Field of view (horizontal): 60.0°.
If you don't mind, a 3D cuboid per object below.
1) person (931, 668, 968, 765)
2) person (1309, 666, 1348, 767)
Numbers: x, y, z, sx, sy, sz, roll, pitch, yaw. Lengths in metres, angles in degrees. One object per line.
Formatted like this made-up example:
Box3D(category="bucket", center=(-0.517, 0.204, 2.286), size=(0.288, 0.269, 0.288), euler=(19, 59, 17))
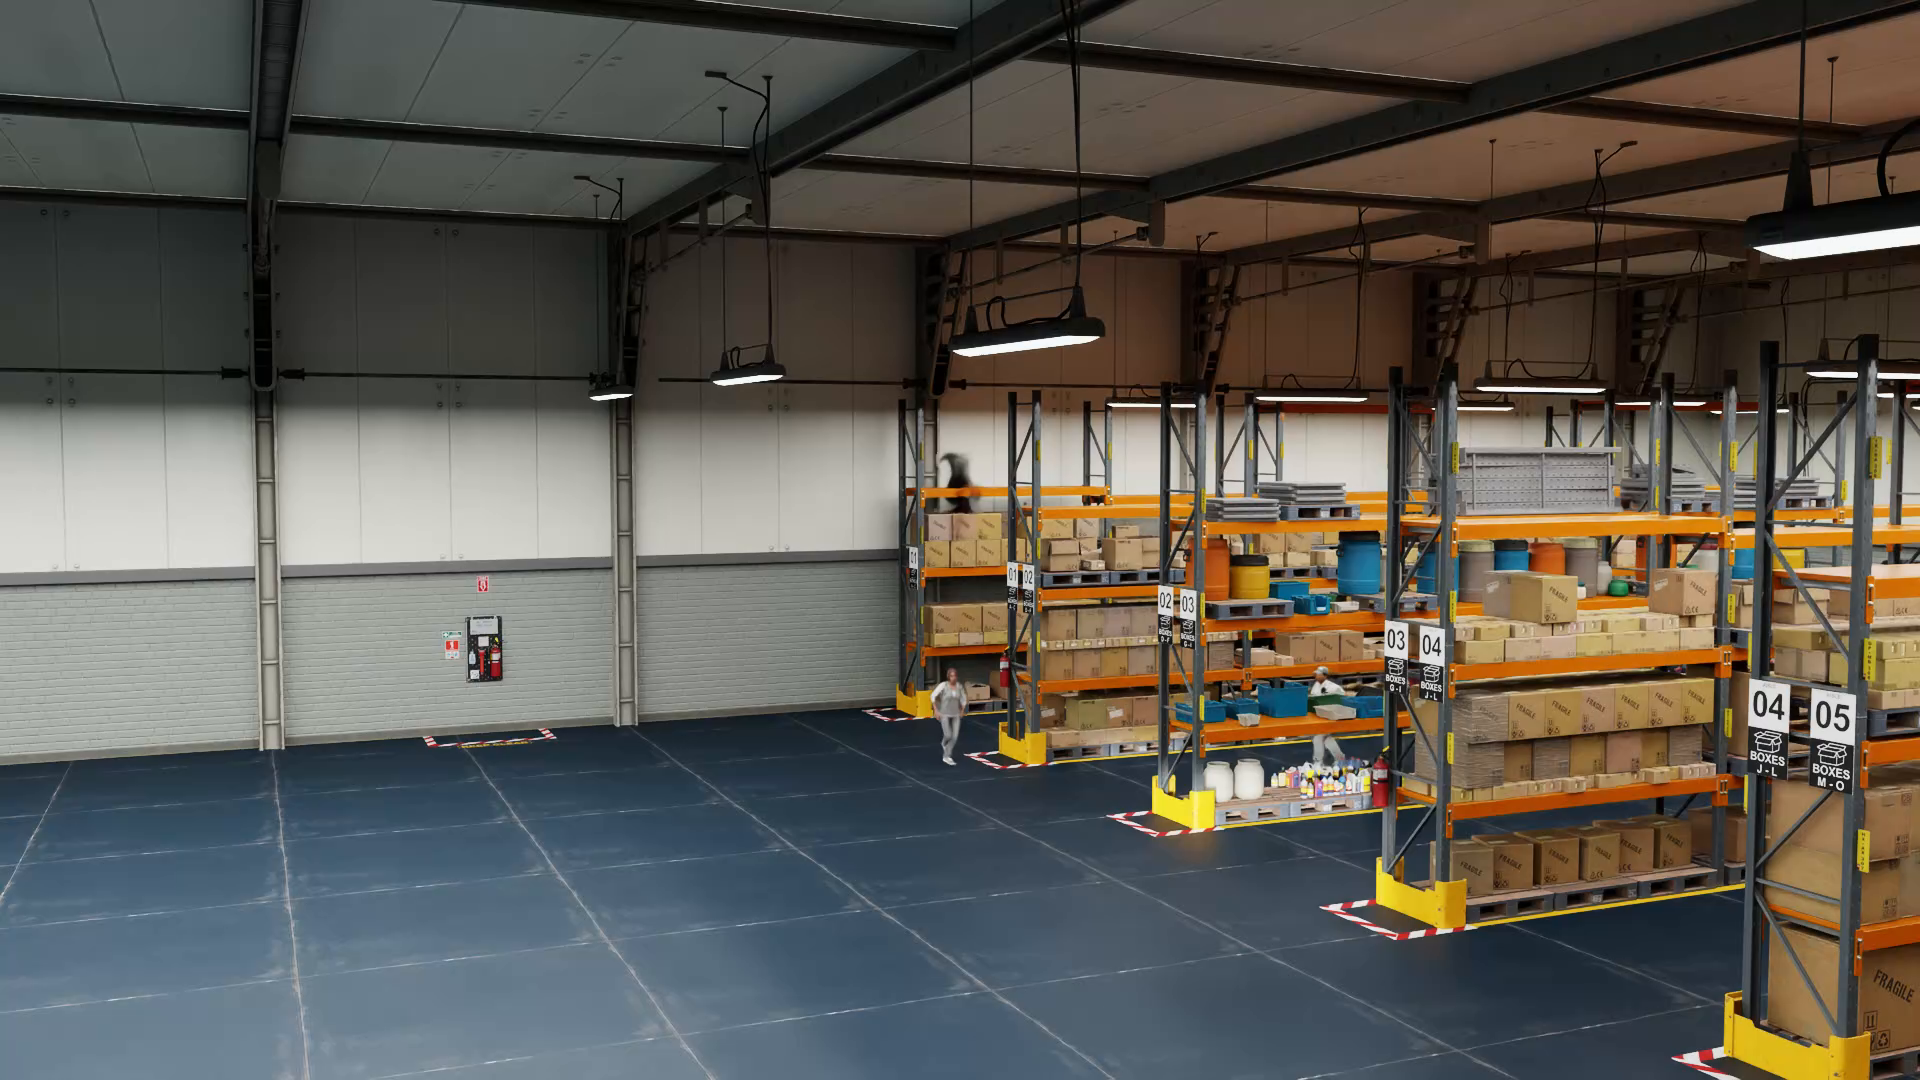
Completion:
Box3D(category="person", center=(-0.177, 2.829, 26.762), size=(0.612, 1.561, 0.506), euler=(-1, 3, -15))
Box3D(category="person", center=(5.701, 2.808, 25.885), size=(0.852, 1.712, 0.597), euler=(-1, 4, -24))
